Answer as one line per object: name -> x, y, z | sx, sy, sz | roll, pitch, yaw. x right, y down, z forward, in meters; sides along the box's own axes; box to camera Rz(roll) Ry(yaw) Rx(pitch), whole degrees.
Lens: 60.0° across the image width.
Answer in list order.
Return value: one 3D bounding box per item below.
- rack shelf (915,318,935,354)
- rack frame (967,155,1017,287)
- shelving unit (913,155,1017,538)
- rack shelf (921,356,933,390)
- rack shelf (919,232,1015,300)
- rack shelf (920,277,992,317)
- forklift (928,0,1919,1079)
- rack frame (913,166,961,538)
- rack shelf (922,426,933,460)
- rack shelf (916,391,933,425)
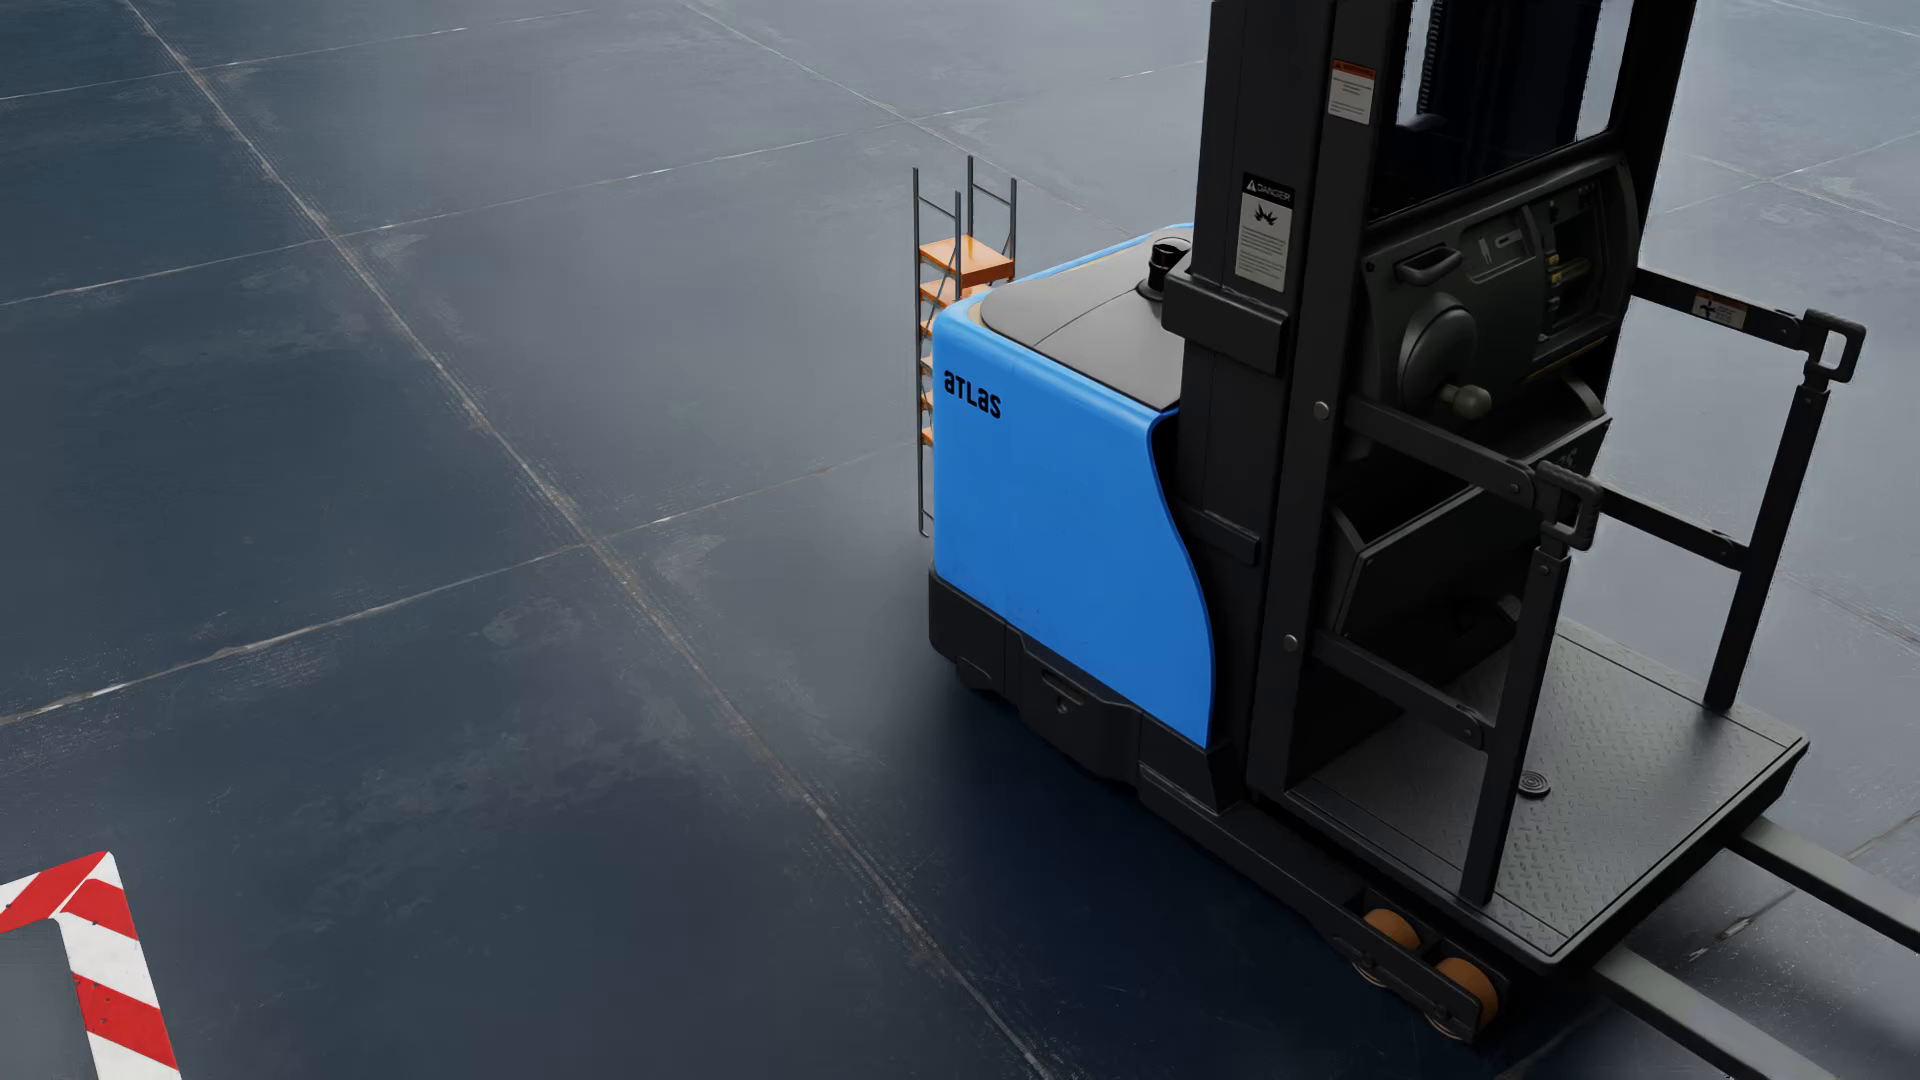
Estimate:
rack shelf -> 0.012, -0.576, 4.896 | 0.180, 0.103, 0.258 | -19, 37, -27
rack frame -> 0.089, -0.538, 4.978 | 0.006, 1.200, 0.240 | -19, 37, -27
shelving unit -> 0.012, -0.512, 4.937 | 0.189, 1.200, 0.258 | -19, 37, -27
rack shelf -> 0.012, -0.474, 4.960 | 0.180, 0.103, 0.258 | -19, 37, -27
rack shelf -> 0.012, -0.779, 4.768 | 0.180, 0.103, 0.258 | -19, 37, -27
rack shelf -> 0.012, -0.677, 4.832 | 0.180, 0.103, 0.258 | -19, 37, -27
forklift -> 1.257, -0.482, 3.266 | 1.130, 2.935, 3.031 | -25, 40, -34
rack frame -> -0.065, -0.485, 4.895 | 0.006, 1.200, 0.240 | -19, 37, -27
rack shelf -> 0.012, -0.271, 5.088 | 0.180, 0.103, 0.258 | -19, 37, -27
rack shelf -> 0.012, -0.373, 5.024 | 0.180, 0.103, 0.258 | -19, 37, -27
